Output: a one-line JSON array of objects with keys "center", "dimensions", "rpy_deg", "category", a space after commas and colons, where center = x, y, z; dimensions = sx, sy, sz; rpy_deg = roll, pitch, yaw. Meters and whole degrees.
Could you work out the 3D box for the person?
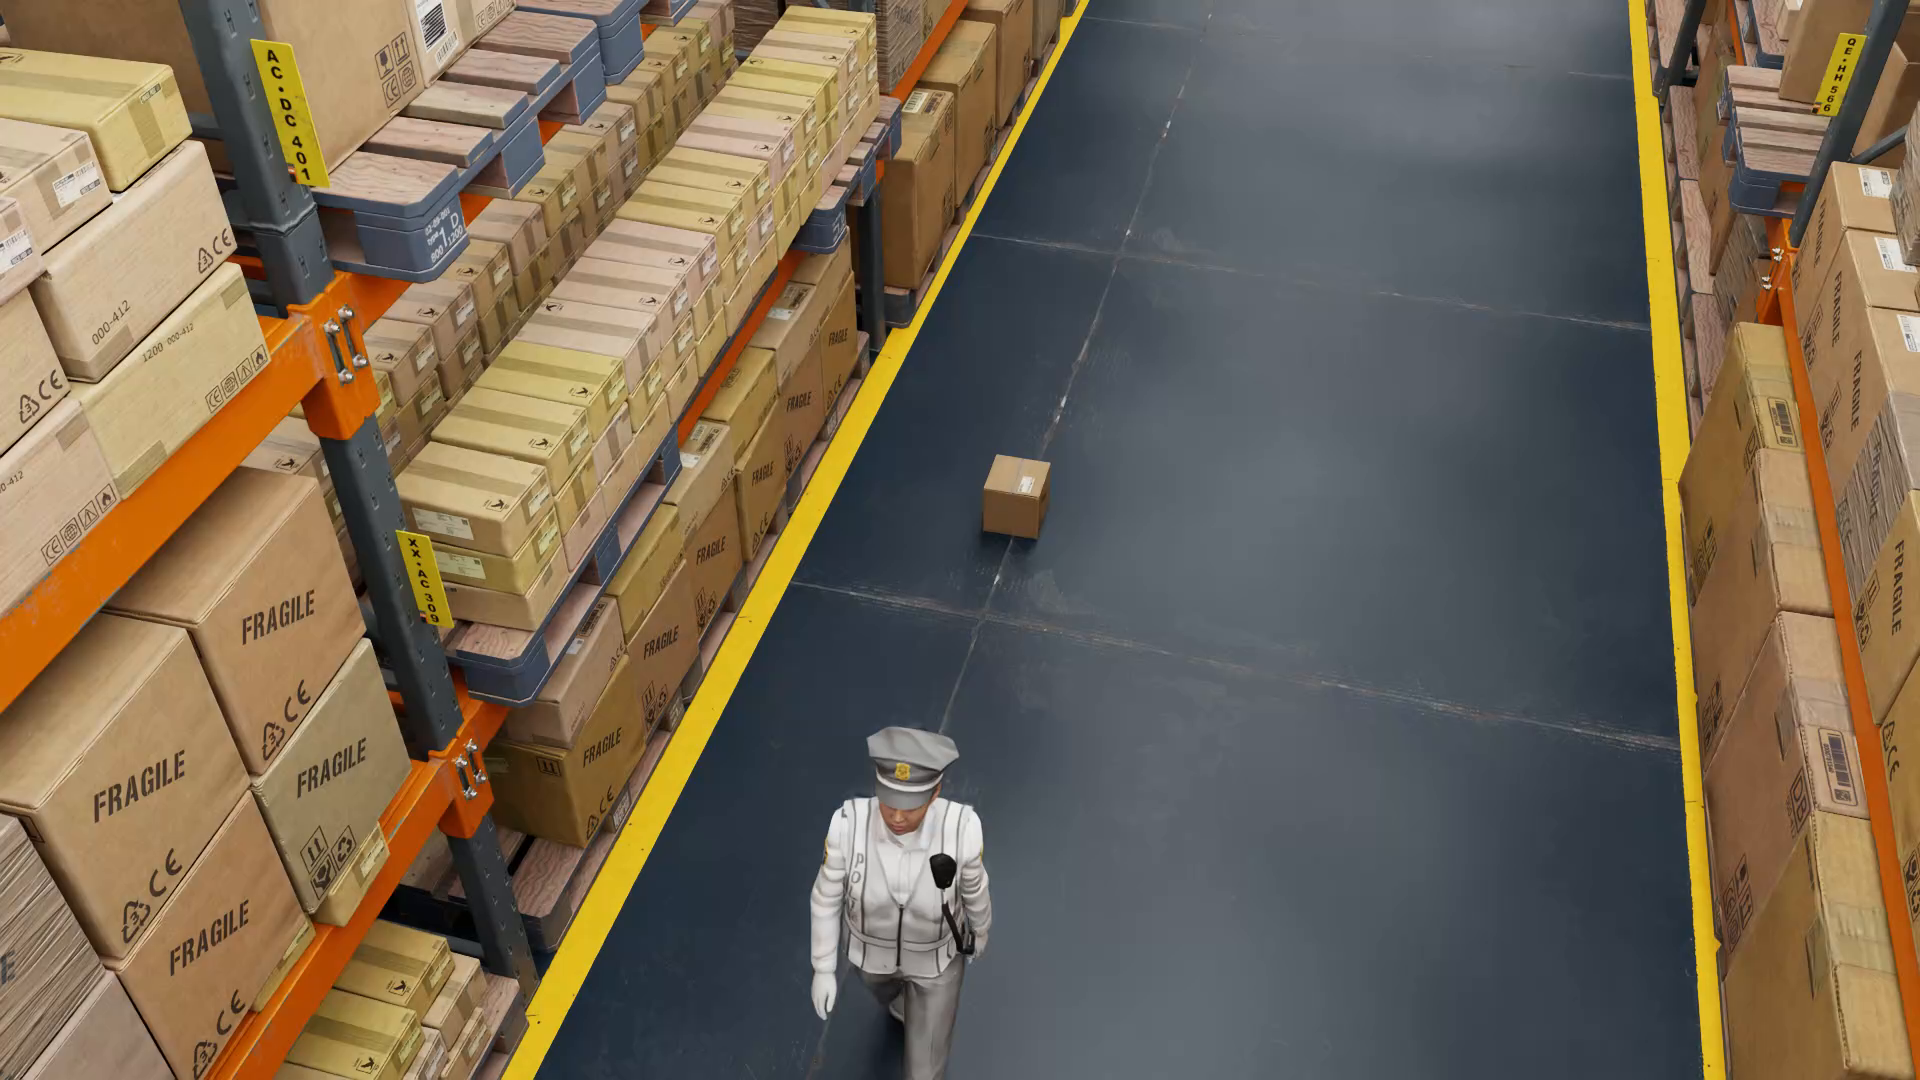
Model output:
[{"center": [-0.171, 1.160, 4.805], "dimensions": [0.505, 1.641, 0.971], "rpy_deg": [4, 41, 5], "category": "person"}]
